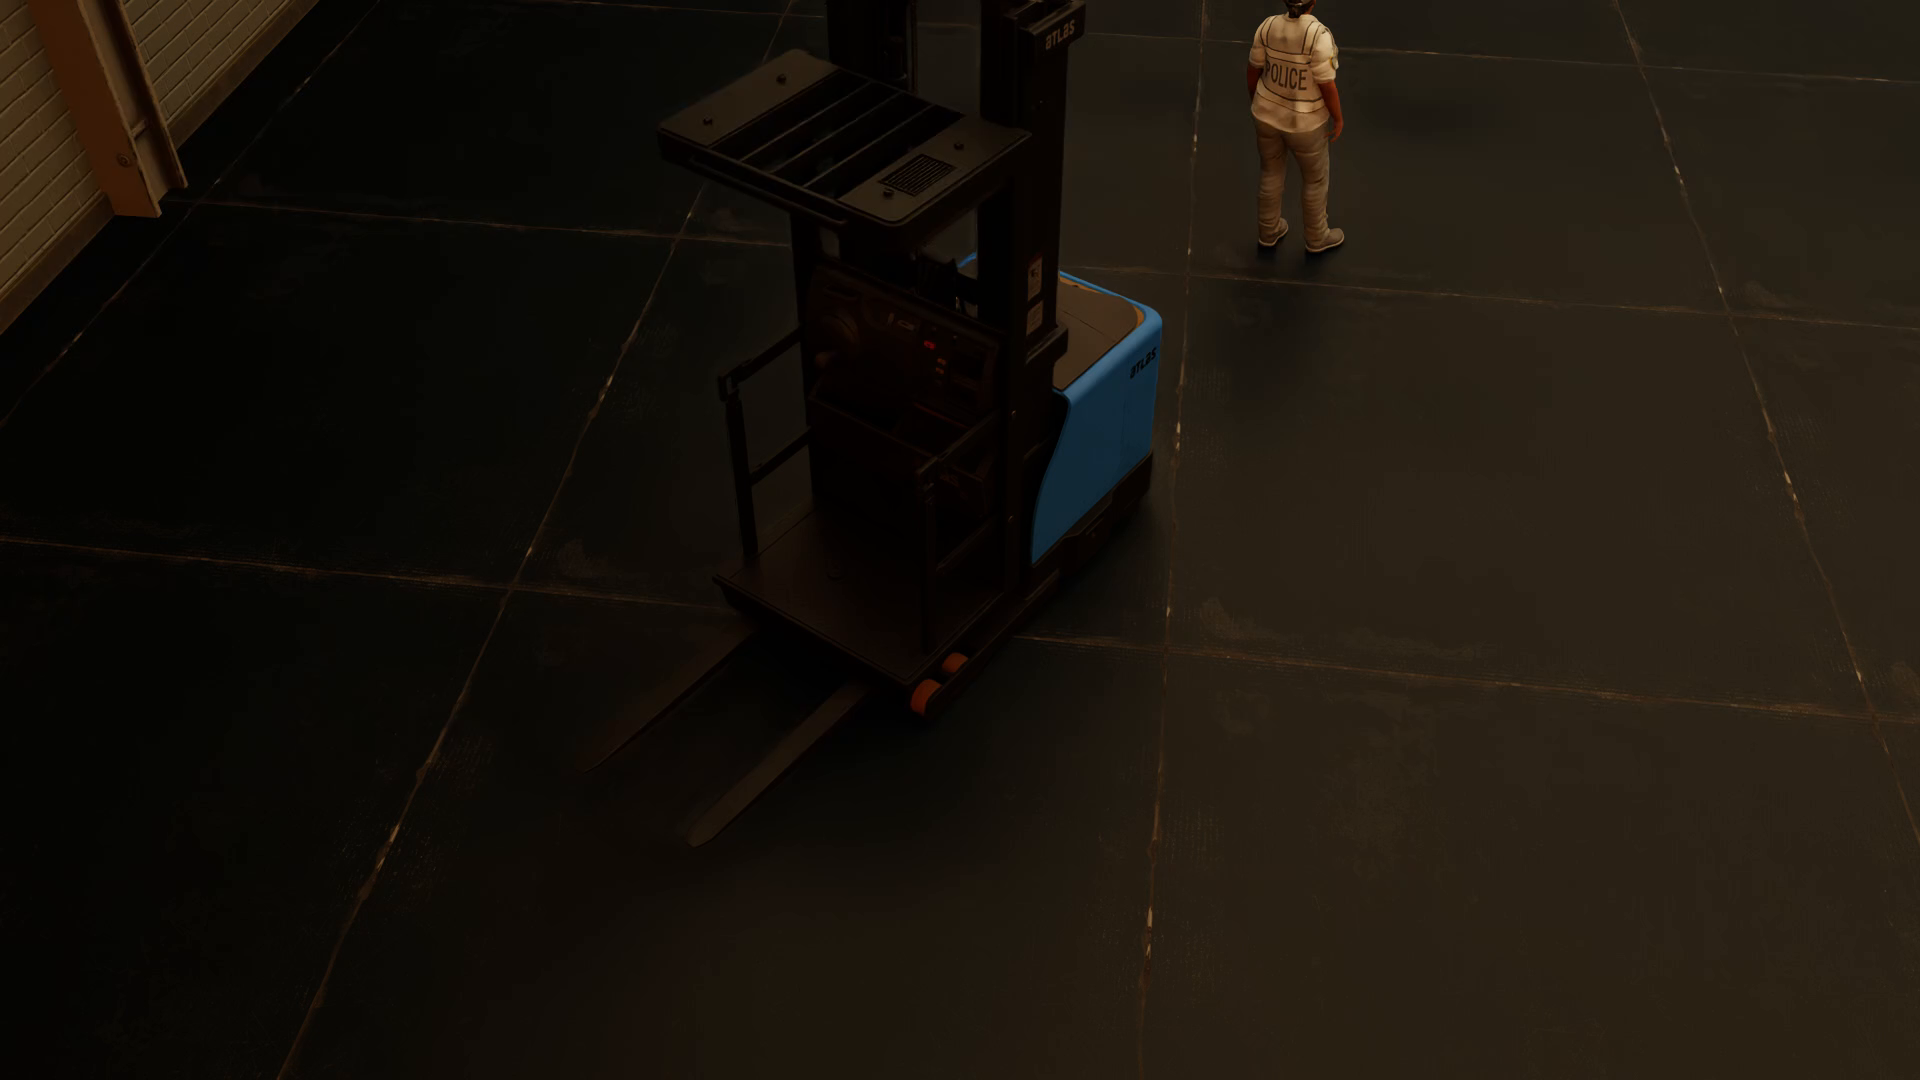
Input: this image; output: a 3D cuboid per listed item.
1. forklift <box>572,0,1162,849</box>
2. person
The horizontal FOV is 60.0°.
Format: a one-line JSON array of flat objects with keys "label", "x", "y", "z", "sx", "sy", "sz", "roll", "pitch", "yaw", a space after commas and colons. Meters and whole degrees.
[{"label": "forklift", "x": -0.364, "y": -0.703, "z": 6.490, "sx": 1.130, "sy": 2.935, "sz": 3.031, "roll": 27, "pitch": 49, "yaw": 26}, {"label": "person", "x": 1.896, "y": -2.379, "z": 9.238, "sx": 0.598, "sy": 1.670, "sz": 0.529, "roll": 27, "pitch": 49, "yaw": 26}]
